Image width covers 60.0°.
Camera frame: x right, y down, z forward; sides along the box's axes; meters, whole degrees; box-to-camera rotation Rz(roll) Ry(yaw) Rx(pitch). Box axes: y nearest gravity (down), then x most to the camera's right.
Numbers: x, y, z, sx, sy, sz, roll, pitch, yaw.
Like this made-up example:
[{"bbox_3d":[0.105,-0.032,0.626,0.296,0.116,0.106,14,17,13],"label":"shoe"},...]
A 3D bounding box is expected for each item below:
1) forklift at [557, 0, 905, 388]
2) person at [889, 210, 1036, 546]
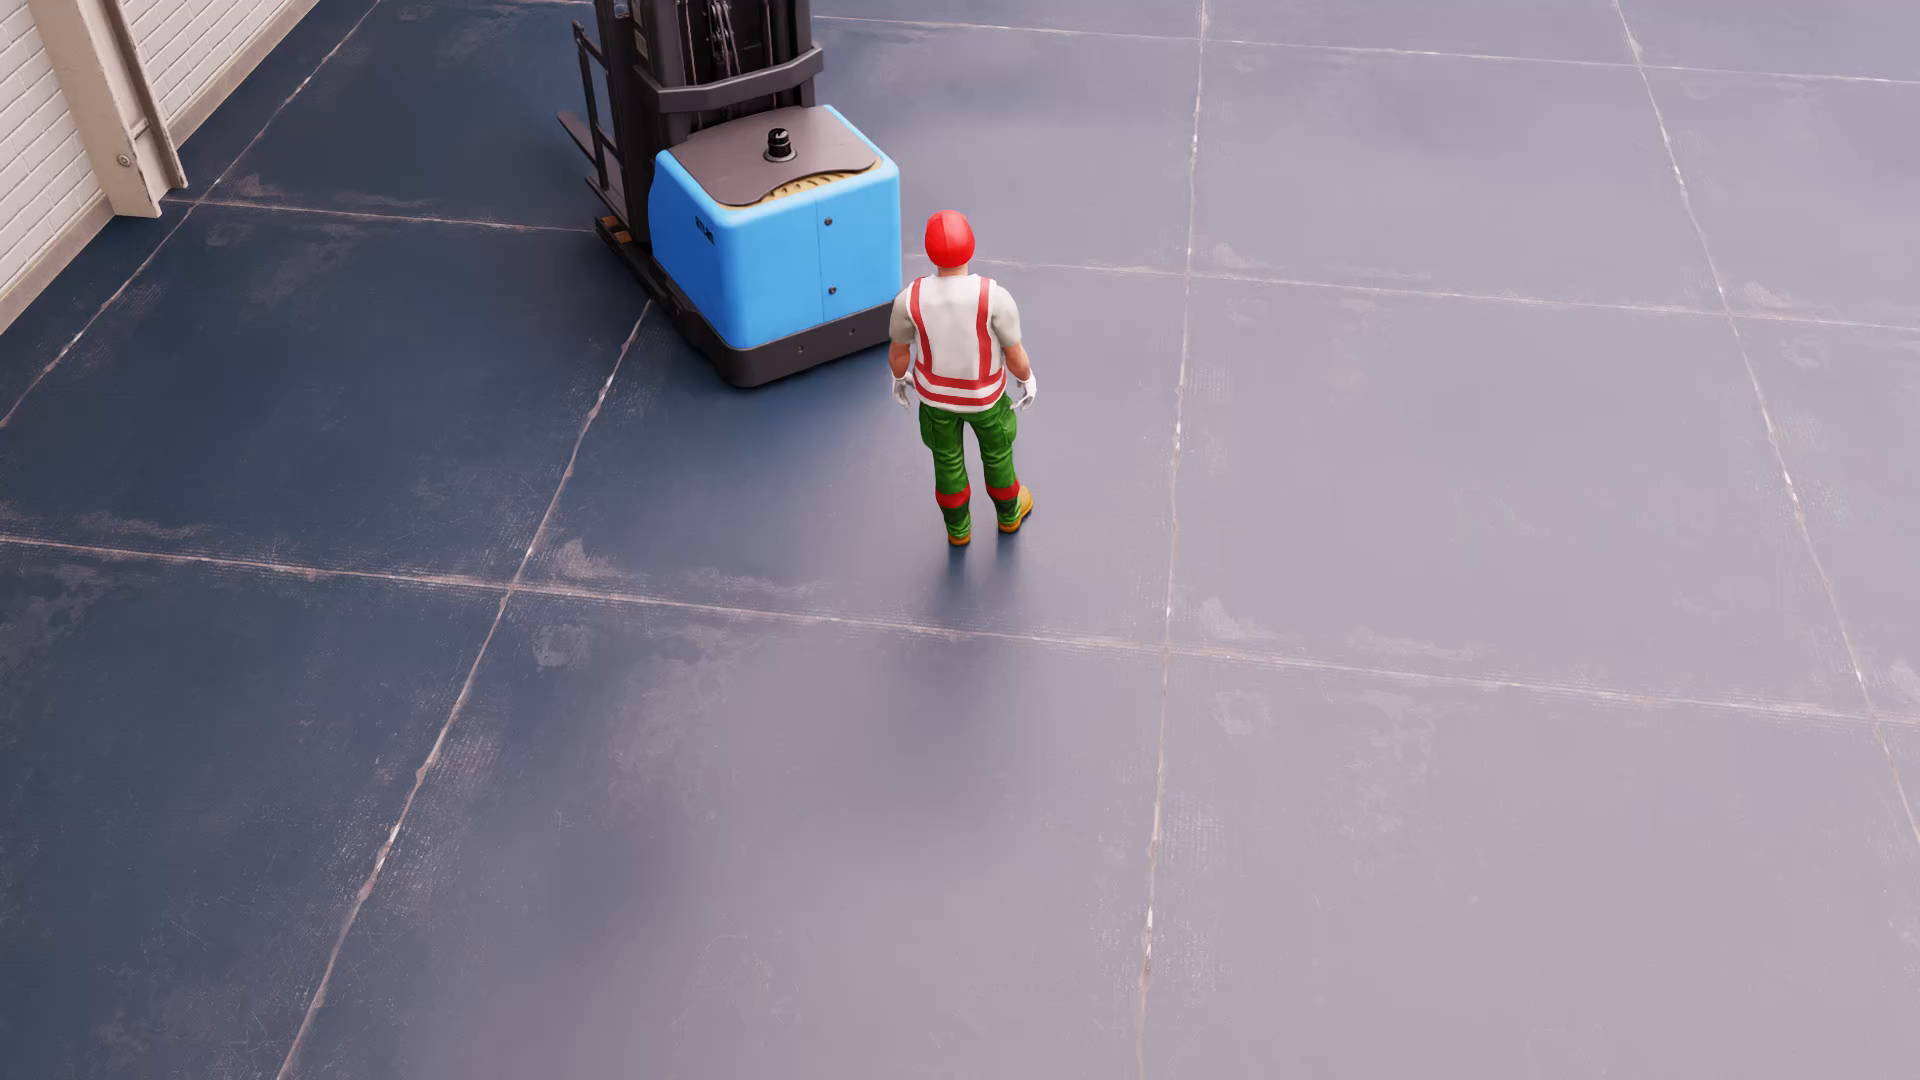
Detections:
[{"bbox_3d":[-1.479,-2.852,8.829,1.130,2.935,3.031,-22,47,-22],"label":"forklift"},{"bbox_3d":[0.023,-0.717,7.338,0.638,1.788,0.563,5,43,6],"label":"person"}]
